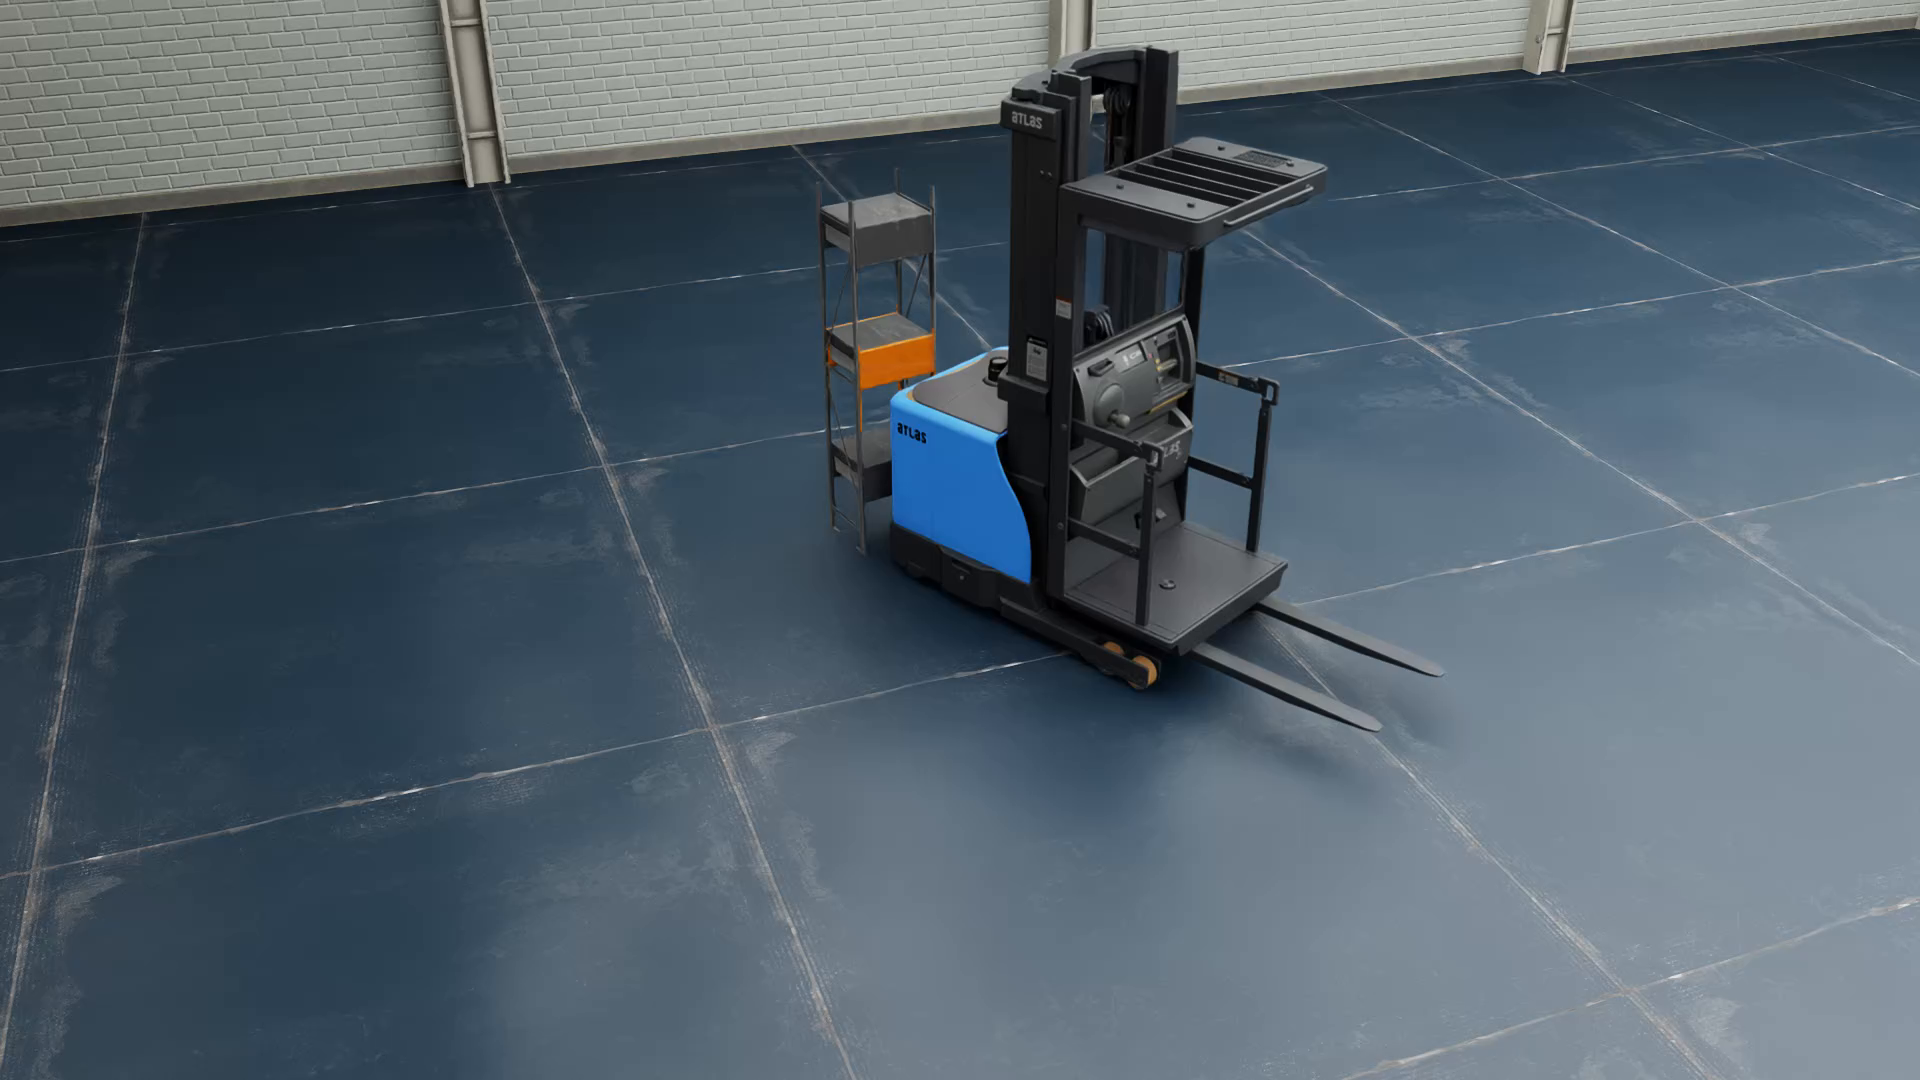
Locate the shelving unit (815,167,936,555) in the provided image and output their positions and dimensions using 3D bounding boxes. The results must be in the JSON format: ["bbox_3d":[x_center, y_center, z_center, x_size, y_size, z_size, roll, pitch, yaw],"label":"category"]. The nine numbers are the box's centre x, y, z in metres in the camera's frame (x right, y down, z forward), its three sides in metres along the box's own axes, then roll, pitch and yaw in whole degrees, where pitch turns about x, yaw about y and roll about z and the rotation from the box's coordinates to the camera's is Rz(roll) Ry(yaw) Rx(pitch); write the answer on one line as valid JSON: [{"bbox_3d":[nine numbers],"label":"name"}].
[{"bbox_3d":[-0.452,-0.974,9.339,0.503,2.100,0.431,-17,34,-28],"label":"shelving unit"}]

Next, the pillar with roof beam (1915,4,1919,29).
[{"bbox_3d":[13.906,-8.420,15.438,0.400,9.000,9.100,-10,31,-18],"label":"pillar with roof beam"}]

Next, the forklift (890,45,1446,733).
[{"bbox_3d":[1.039,-0.811,8.212,3.031,2.935,1.130,24,37,36],"label":"forklift"}]

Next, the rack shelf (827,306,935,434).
[{"bbox_3d":[-0.452,-0.963,9.346,0.480,0.518,0.431,-17,34,-28],"label":"rack shelf"}]

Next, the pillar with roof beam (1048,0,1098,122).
[{"bbox_3d":[2.659,-6.348,11.802,0.400,9.000,9.100,-10,31,-18],"label":"pillar with roof beam"}]

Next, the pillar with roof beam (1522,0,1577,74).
[{"bbox_3d":[8.282,-7.384,13.620,0.400,9.000,9.100,-10,31,-18],"label":"pillar with roof beam"}]

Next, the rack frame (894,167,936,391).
[{"bbox_3d":[-0.245,-1.039,9.452,0.015,2.100,0.400,-17,34,-28],"label":"rack frame"}]

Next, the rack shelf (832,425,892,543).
[{"bbox_3d":[-0.452,-0.354,9.692,0.480,0.518,0.431,-17,34,-28],"label":"rack shelf"}]

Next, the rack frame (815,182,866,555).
[{"bbox_3d":[-0.658,-0.910,9.226,0.015,2.100,0.400,-17,34,-28],"label":"rack frame"}]

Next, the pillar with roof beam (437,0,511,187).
[{"bbox_3d":[-2.965,-5.313,9.985,0.400,9.000,9.100,-10,31,-18],"label":"pillar with roof beam"}]

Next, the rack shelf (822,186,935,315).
[{"bbox_3d":[-0.452,-1.571,8.999,0.480,0.518,0.431,-17,34,-28],"label":"rack shelf"}]
